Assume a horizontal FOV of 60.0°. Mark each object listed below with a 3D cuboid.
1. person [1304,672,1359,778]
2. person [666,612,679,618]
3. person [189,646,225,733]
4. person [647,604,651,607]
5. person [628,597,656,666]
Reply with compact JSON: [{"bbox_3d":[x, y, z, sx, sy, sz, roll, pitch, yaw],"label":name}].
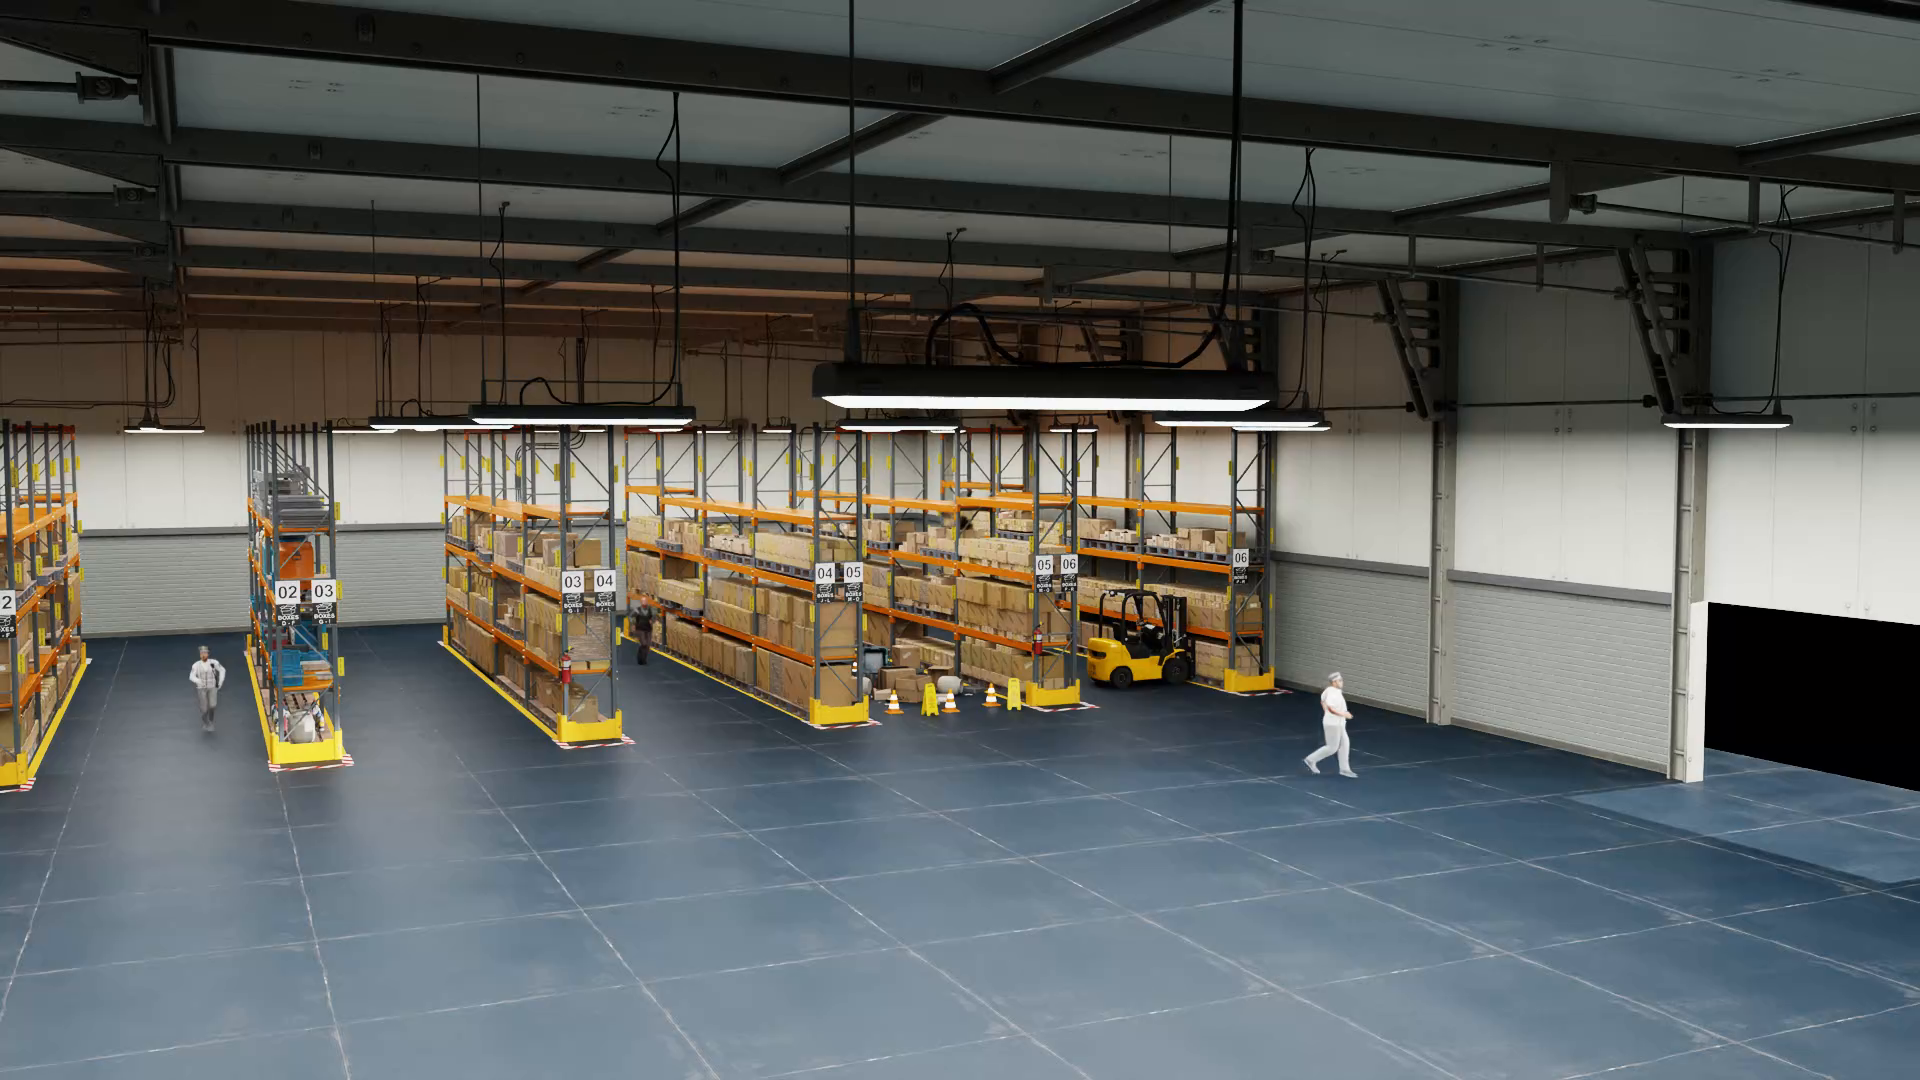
[{"bbox_3d":[6.256,3.097,27.899,0.879,1.789,0.663,1,4,16],"label":"person"},{"bbox_3d":[-8.526,1.847,49.004,0.673,1.664,0.639,2,4,29],"label":"person"},{"bbox_3d":[-14.536,2.882,32.114,0.619,1.685,0.644,-1,4,-20],"label":"person"},{"bbox_3d":[-9.292,1.784,49.210,0.636,1.716,0.727,-1,4,-21],"label":"person"},{"bbox_3d":[-7.845,2.281,41.334,0.630,1.699,0.667,-2,4,-33],"label":"person"}]
